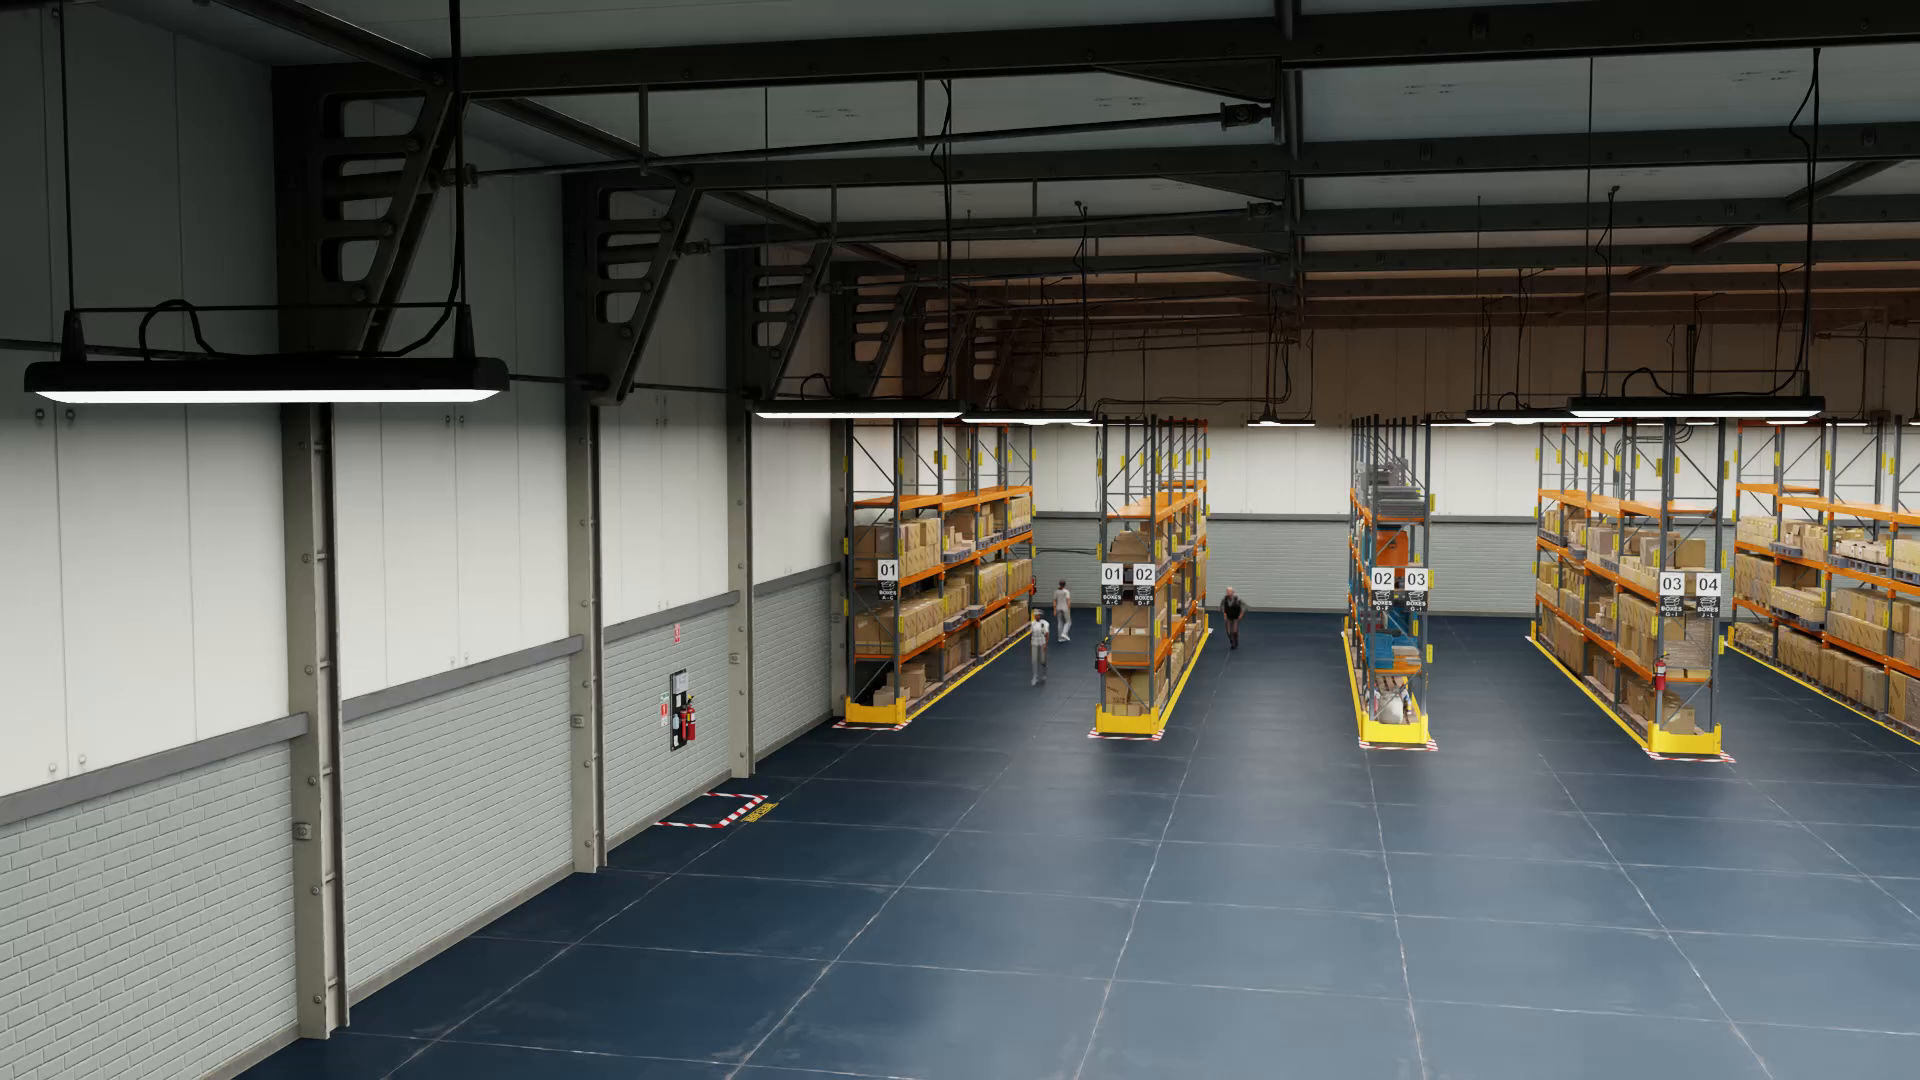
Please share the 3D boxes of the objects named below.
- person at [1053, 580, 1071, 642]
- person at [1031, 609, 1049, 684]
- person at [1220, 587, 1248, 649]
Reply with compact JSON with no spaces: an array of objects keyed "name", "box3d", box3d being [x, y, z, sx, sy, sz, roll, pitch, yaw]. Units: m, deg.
[{"name":"person","box3d":[2.747,1.907,44.753,0.514,1.675,0.496,2,4,22]},{"name":"person","box3d":[1.786,2.381,37.516,0.476,1.651,0.869,1,4,15]},{"name":"person","box3d":[7.117,2.030,43.212,0.708,1.633,0.710,1,4,21]}]
